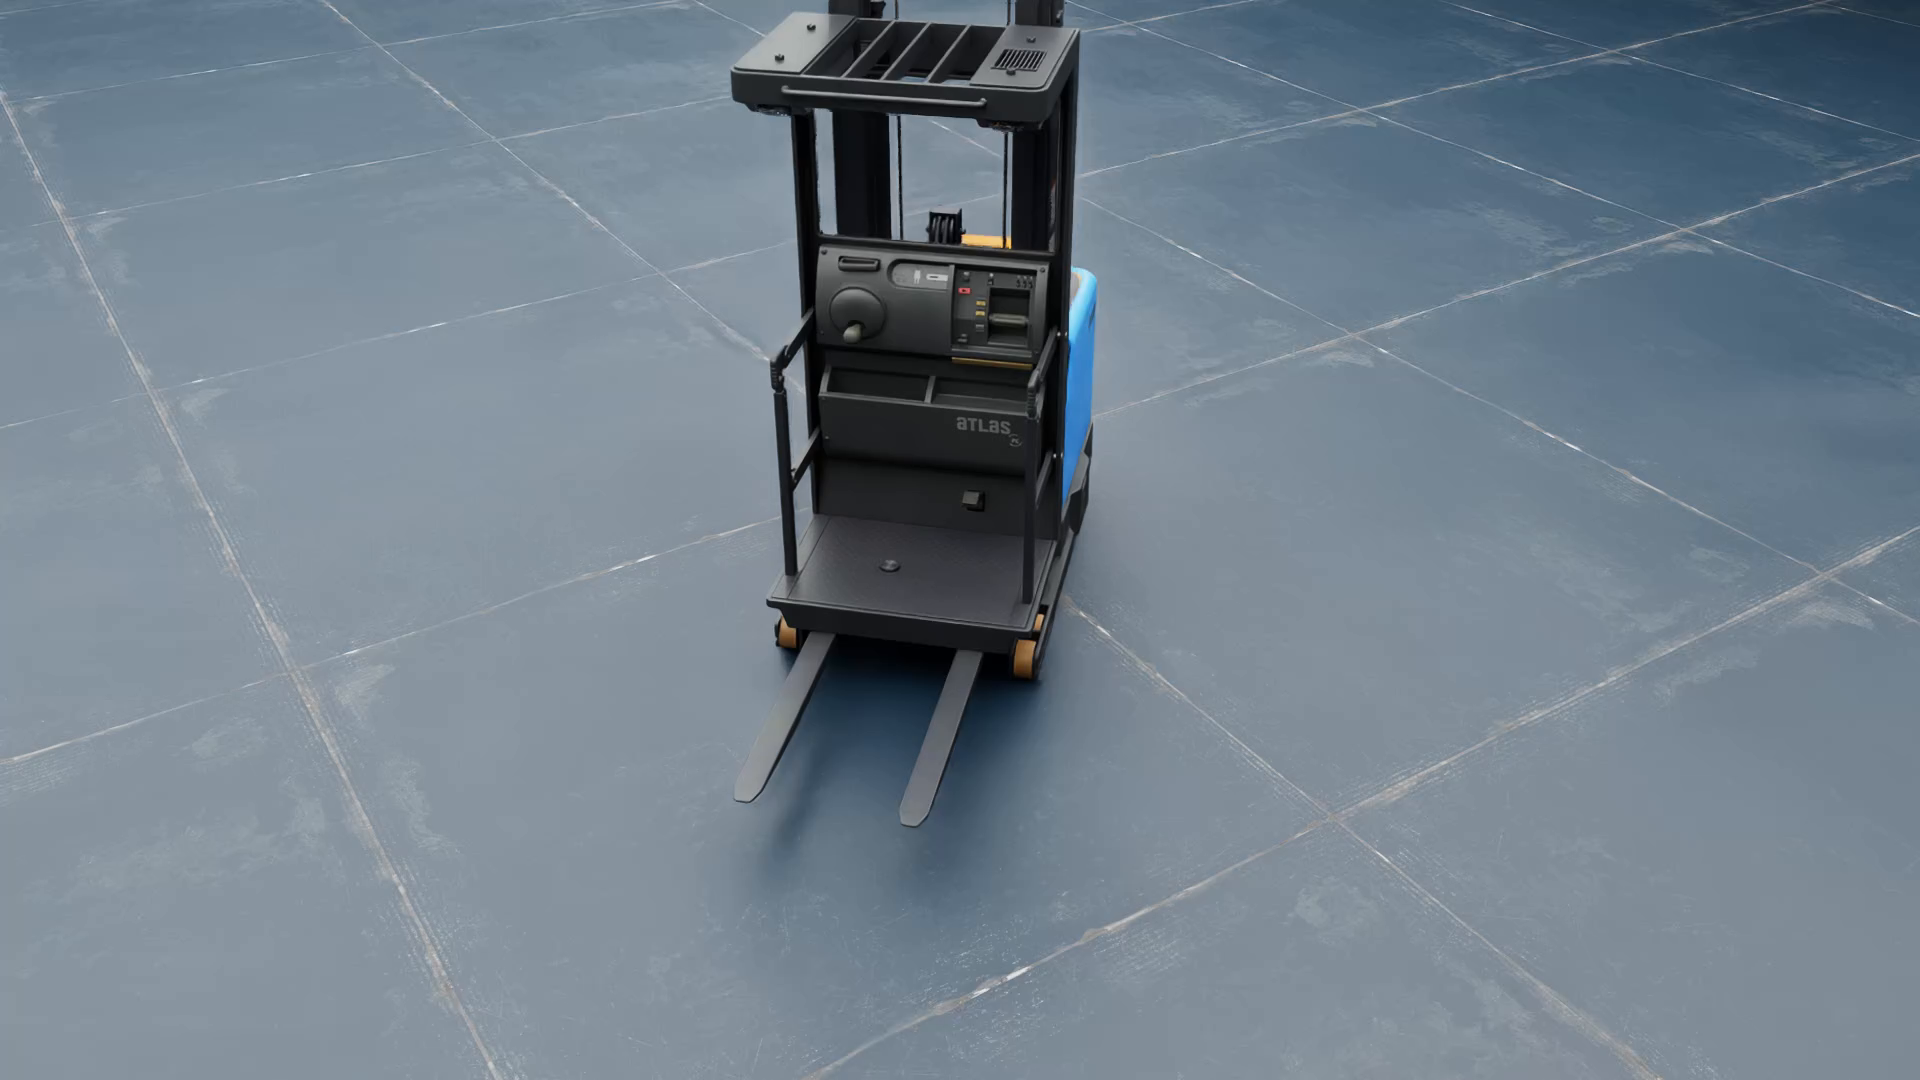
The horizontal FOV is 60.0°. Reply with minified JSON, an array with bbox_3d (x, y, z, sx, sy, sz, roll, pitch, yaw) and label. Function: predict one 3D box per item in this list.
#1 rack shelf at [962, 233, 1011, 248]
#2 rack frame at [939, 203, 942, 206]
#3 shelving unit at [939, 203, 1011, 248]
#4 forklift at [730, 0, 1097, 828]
[{"bbox_3d":[0.123,-1.378,8.067,0.480,0.148,0.258,6,31,9],"label":"rack shelf"},{"bbox_3d":[-0.119,-1.064,8.305,0.015,1.200,0.240,6,31,9],"label":"rack frame"},{"bbox_3d":[0.121,-1.040,8.267,0.503,1.200,0.258,6,31,9],"label":"shelving unit"},{"bbox_3d":[-0.157,-0.885,6.406,1.130,2.935,3.031,6,33,10],"label":"forklift"}]
